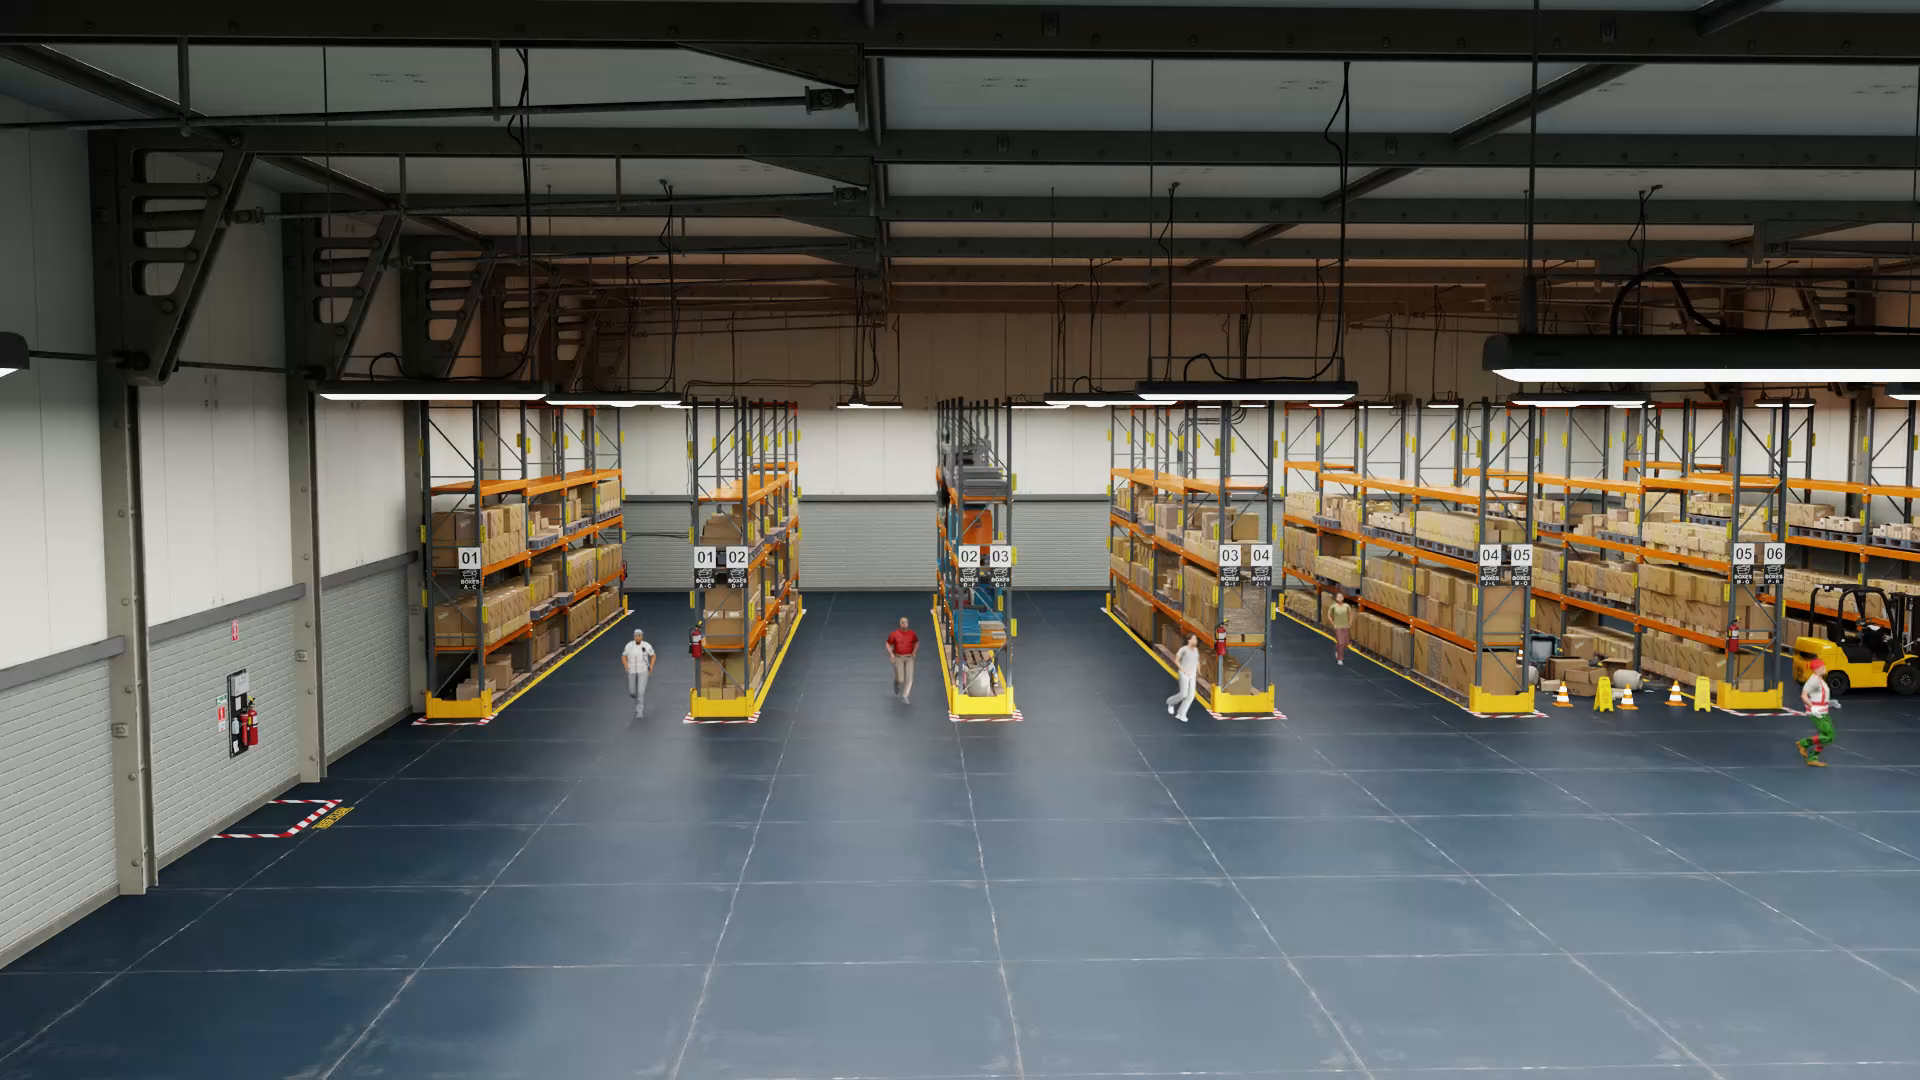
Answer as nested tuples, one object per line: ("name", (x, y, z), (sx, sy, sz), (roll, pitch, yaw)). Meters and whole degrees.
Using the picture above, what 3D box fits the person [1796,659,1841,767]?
("person", (13.836, 2.785, 26.794), (0.594, 1.735, 0.657), (3, 6, 38))

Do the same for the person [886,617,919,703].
("person", (-1.112, 2.359, 32.776), (0.664, 1.684, 0.602), (-1, 5, -15))

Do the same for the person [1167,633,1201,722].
("person", (4.245, 2.532, 31.048), (0.640, 1.613, 0.675), (-3, 5, -33))

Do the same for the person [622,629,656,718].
("person", (-6.078, 2.500, 31.399), (0.618, 1.647, 0.598), (0, 4, 2))

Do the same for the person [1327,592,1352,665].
("person", (8.635, 1.999, 37.779), (0.579, 1.635, 0.550), (0, 4, -1))
